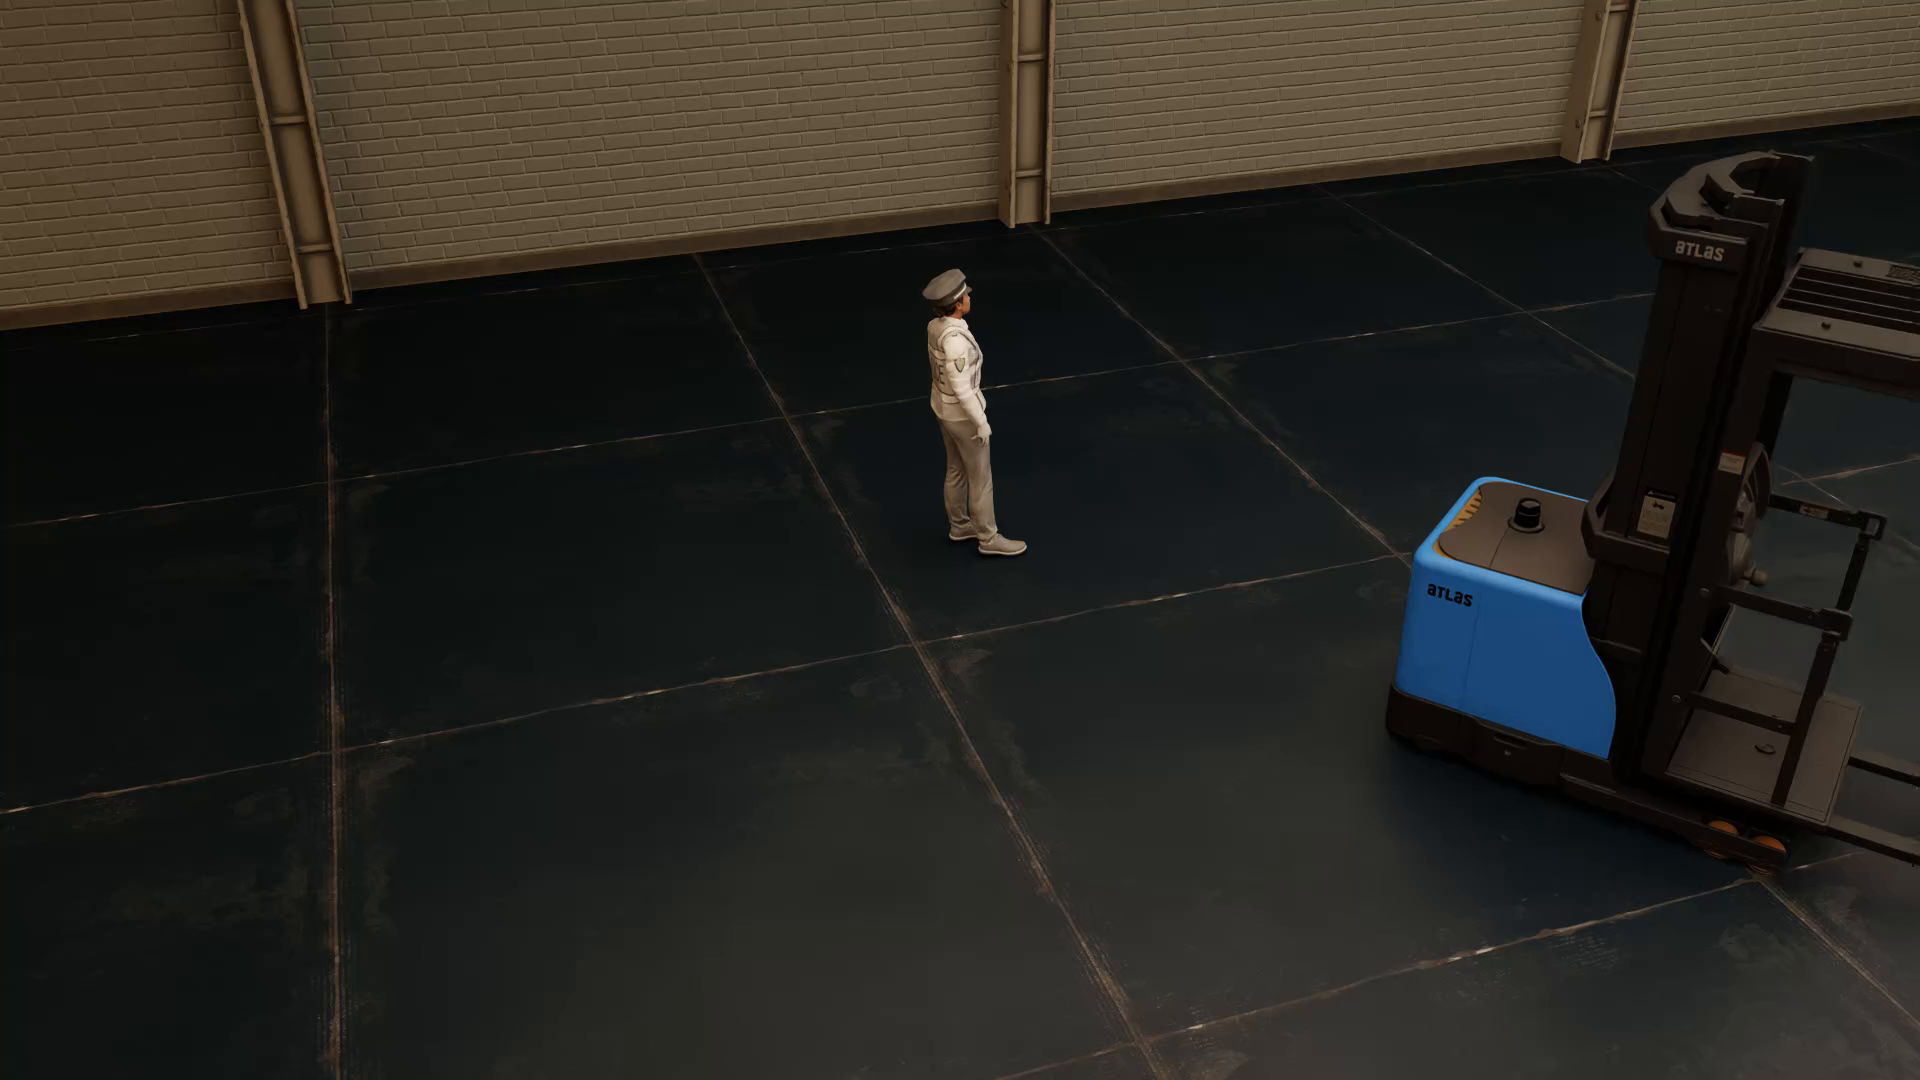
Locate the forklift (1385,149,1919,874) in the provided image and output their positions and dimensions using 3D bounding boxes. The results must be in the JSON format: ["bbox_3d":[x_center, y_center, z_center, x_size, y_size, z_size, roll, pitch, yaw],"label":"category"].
[{"bbox_3d":[3.635,-0.082,7.229,3.031,2.935,1.130,18,34,28],"label":"forklift"}]

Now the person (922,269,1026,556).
[{"bbox_3d":[0.068,-0.748,9.613,0.530,1.694,0.586,-10,31,-16],"label":"person"}]
